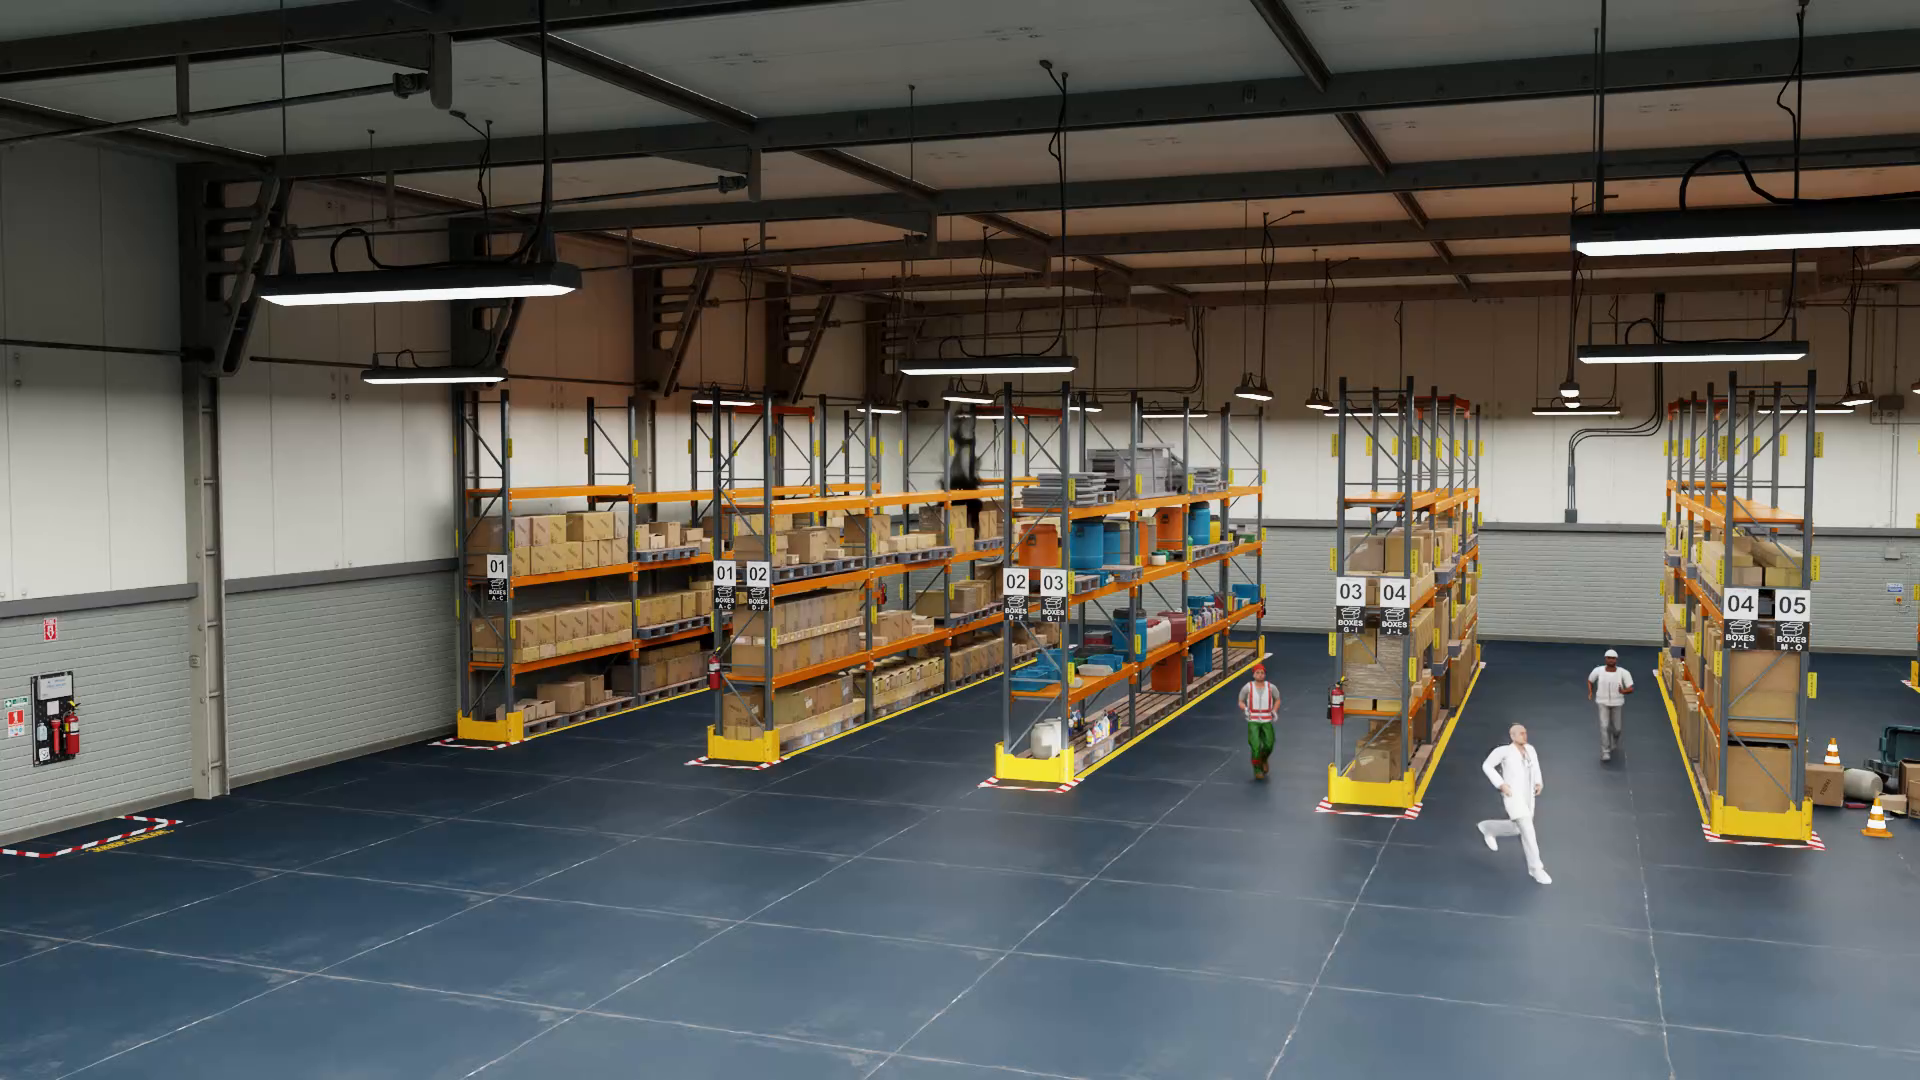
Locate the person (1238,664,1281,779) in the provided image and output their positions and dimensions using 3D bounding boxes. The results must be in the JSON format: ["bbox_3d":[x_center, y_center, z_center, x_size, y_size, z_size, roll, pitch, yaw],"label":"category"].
[{"bbox_3d":[4.532,2.744,25.117,0.649,1.739,0.603,0,3,5],"label":"person"}]

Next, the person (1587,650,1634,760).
[{"bbox_3d":[10.488,2.643,26.833,0.713,1.747,0.933,1,3,20],"label":"person"}]

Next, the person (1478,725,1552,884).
[{"bbox_3d":[6.565,3.060,19.629,0.677,1.780,1.187,-2,4,-31],"label":"person"}]
